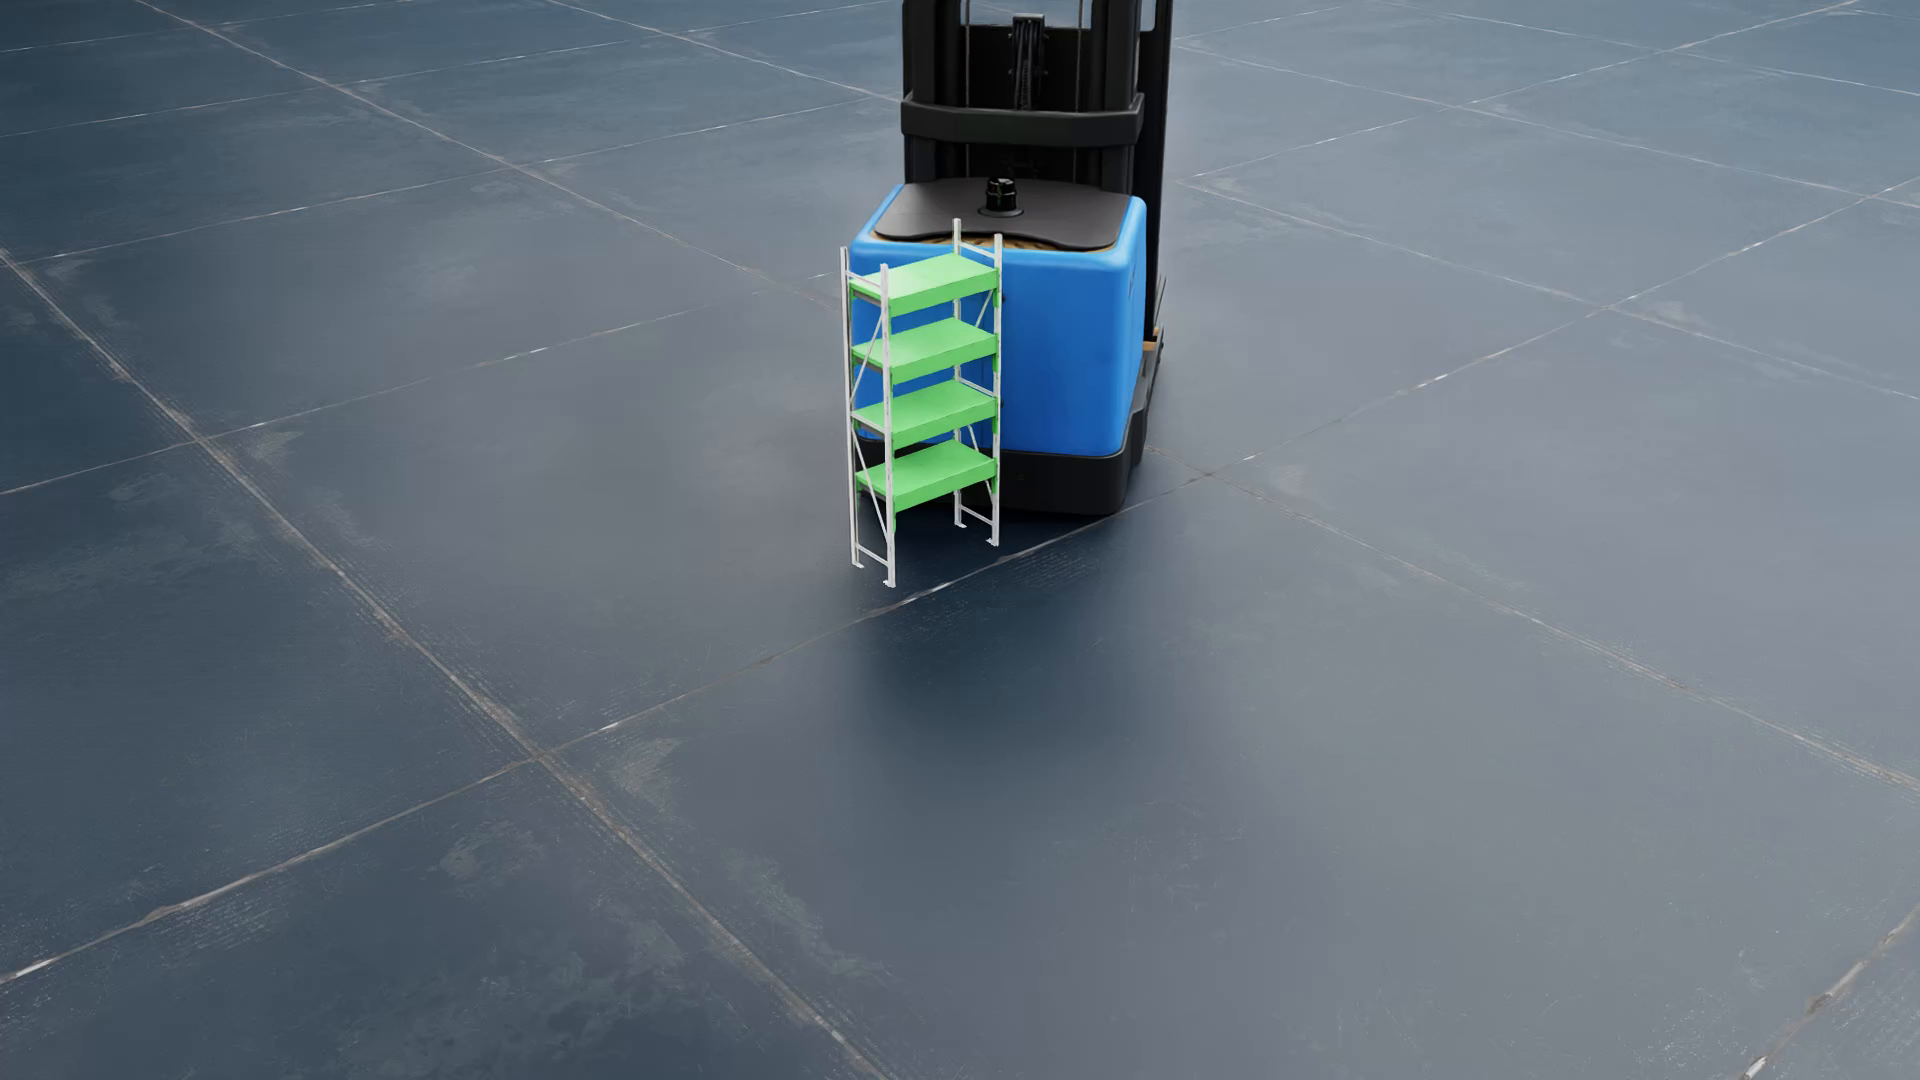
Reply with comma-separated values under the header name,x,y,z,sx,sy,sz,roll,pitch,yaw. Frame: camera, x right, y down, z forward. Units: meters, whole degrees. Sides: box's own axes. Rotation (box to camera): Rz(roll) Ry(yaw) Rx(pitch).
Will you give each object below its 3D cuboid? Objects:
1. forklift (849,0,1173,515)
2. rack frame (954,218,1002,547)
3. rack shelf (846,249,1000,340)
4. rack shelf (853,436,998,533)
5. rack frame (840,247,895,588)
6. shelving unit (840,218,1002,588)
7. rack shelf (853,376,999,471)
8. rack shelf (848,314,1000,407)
name,x,y,z,sx,sy,sz,roll,pitch,yaw
forklift,0.353,-2.059,6.994,1.130,2.935,3.031,5,29,9
rack frame,0.062,-0.549,6.002,0.015,1.200,0.240,-21,35,-34
rack shelf,-0.127,-0.842,5.668,0.480,0.148,0.258,-21,35,-34
rack shelf,-0.126,-0.207,6.008,0.480,0.148,0.258,-21,35,-34
rack frame,-0.314,-0.401,5.727,0.015,1.200,0.240,-21,35,-34
shelving unit,-0.126,-0.475,5.865,0.503,1.200,0.258,-21,35,-34
rack shelf,-0.126,-0.419,5.895,0.480,0.148,0.258,-21,35,-34
rack shelf,-0.127,-0.630,5.781,0.480,0.148,0.258,-21,35,-34
